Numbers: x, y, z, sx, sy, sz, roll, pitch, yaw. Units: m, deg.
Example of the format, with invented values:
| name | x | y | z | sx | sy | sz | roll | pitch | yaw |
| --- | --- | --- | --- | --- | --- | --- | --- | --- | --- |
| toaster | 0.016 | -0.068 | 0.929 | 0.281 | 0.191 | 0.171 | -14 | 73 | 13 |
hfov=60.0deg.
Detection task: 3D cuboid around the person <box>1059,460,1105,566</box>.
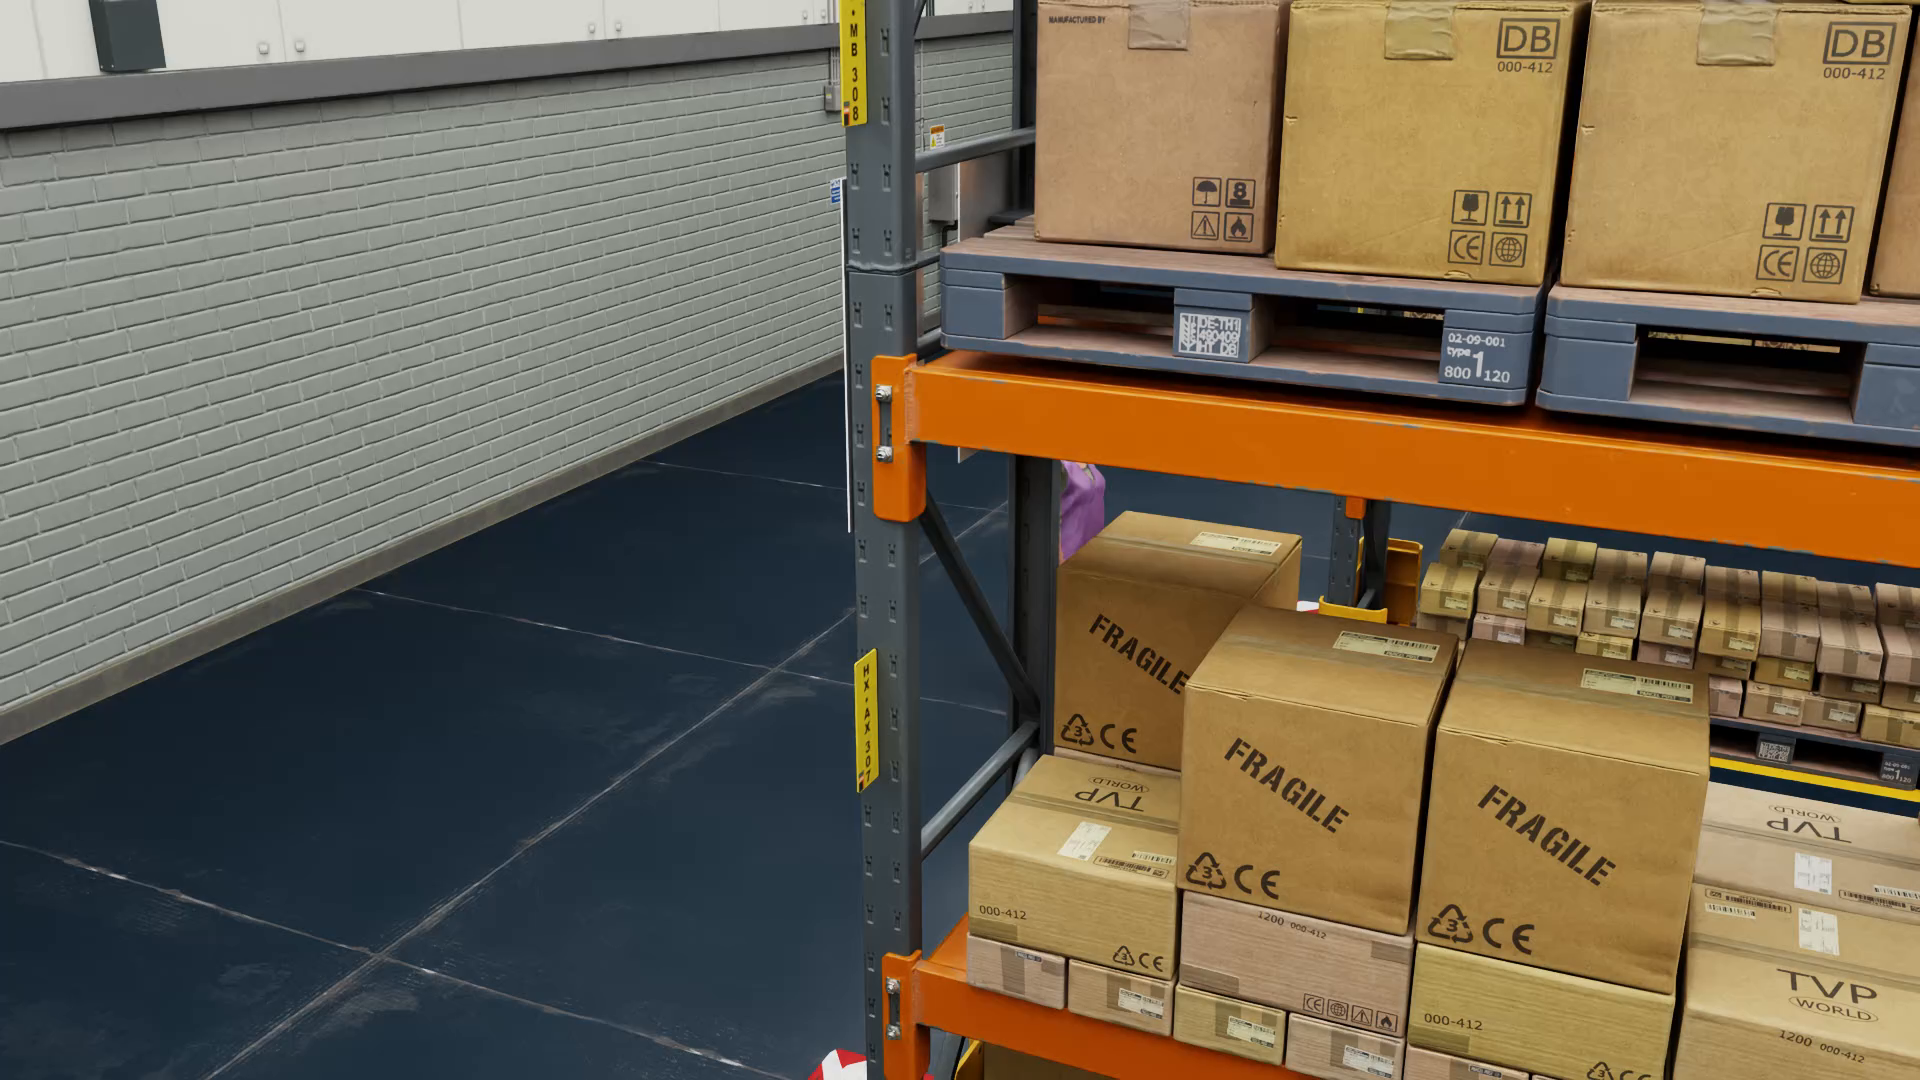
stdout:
| name | x | y | z | sx | sy | sz | roll | pitch | yaw |
| --- | --- | --- | --- | --- | --- | --- | --- | --- | --- |
| person | 0.562 | 0.088 | 8.250 | 0.344 | 1.607 | 0.418 | 11 | 22 | 29 |
